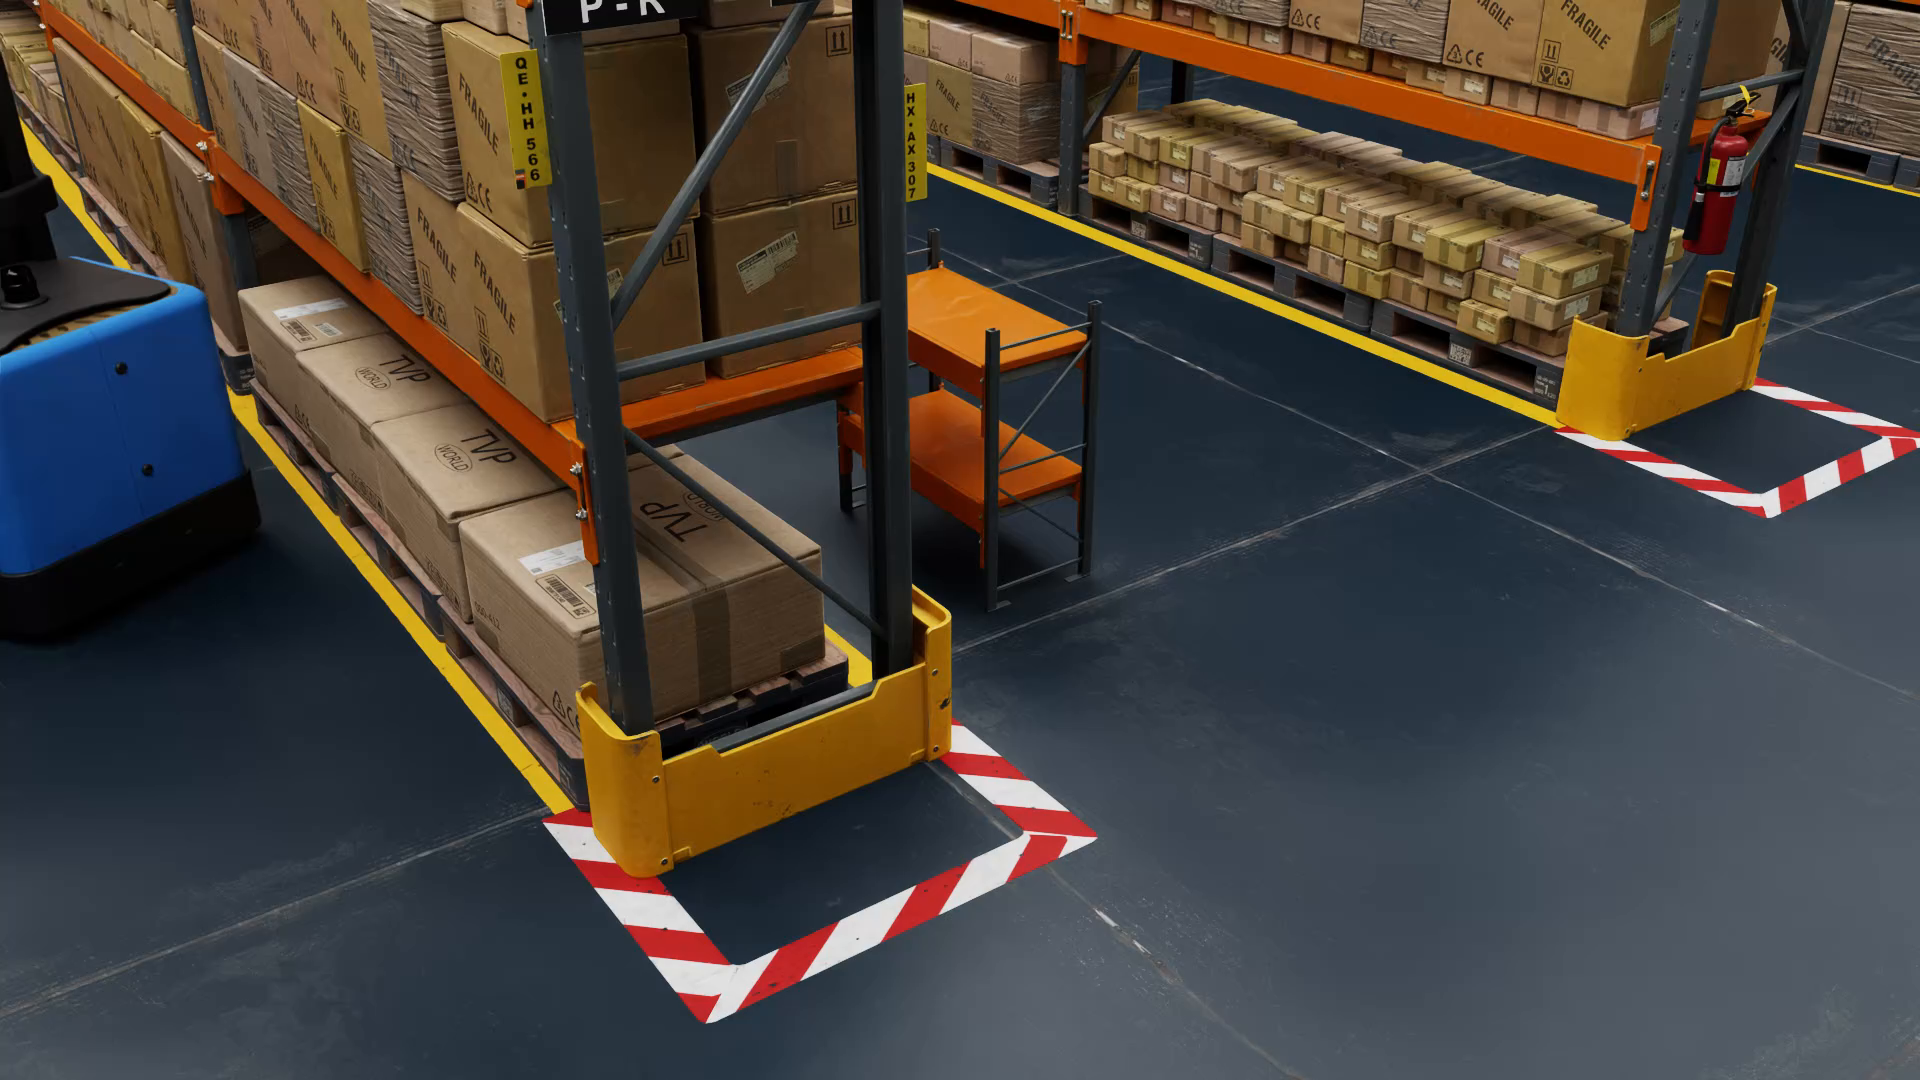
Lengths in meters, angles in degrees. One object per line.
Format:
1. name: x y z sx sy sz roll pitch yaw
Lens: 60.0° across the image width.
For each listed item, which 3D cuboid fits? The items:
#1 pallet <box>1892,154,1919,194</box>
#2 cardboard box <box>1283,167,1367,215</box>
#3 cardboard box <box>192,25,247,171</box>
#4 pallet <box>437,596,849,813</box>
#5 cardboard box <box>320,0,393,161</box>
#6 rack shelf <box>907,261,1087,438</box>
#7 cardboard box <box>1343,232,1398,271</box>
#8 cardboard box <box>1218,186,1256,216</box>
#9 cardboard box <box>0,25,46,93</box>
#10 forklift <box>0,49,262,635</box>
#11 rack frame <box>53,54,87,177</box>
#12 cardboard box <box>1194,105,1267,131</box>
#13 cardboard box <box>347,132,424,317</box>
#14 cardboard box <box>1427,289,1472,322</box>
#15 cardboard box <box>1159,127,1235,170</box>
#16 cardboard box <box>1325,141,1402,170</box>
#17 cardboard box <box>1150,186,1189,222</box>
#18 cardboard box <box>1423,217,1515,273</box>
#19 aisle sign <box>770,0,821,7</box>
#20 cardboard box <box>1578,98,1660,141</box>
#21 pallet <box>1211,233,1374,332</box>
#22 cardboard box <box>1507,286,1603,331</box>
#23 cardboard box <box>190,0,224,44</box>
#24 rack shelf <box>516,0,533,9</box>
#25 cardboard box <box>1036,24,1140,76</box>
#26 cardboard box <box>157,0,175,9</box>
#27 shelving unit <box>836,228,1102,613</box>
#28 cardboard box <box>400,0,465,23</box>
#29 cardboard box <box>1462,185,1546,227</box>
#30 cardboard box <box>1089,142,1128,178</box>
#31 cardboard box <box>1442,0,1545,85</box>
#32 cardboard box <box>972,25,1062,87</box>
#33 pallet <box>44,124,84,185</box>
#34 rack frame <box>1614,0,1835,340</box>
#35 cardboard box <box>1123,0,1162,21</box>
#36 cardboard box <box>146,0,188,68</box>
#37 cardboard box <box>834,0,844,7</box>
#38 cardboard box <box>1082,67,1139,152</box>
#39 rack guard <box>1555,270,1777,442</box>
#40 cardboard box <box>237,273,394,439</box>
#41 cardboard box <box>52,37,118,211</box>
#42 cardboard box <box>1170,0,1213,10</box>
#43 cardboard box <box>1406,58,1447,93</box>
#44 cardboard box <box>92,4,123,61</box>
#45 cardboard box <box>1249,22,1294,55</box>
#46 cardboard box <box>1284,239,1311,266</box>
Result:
1. pallet: 6.954 -2.351 10.857 1.003 0.211 1.213 -19 34 -31
2. cardboard box: 1.979 -1.895 9.021 0.380 0.149 0.250 -19 34 -30
3. cardboard box: -2.853 -1.888 6.978 0.500 0.500 0.500 -18 33 -29
4. pallet: -1.119 0.393 5.806 1.003 0.211 1.213 -19 34 -31
5. cardboard box: -1.676 -1.537 5.284 0.500 0.500 0.500 -19 34 -31
6. rack shelf: 0.004 -0.749 6.337 0.538 0.278 1.000 -19 34 -31
7. cardboard box: 2.230 -1.541 8.680 0.380 0.149 0.250 -18 33 -30
8. cardboard box: 1.697 -1.964 9.458 0.380 0.149 0.250 -17 33 -28
9. cardboard box: -6.826 -3.757 12.837 0.950 0.372 0.625 -17 33 -28
10. forklift: -4.359 -1.442 6.334 3.031 2.935 1.130 15 32 26
11. rack frame: -5.232 -3.654 10.334 1.000 3.000 0.127 -19 34 -31
12. cardboard box: 1.661 -2.547 10.220 0.380 0.149 0.250 -18 33 -30
13. cardboard box: -1.672 -1.098 5.524 0.500 0.500 0.500 -18 33 -29
14. cardboard box: 2.592 -1.230 8.419 0.380 0.149 0.250 -19 34 -31
15. cardboard box: 1.391 -2.302 9.769 0.380 0.149 0.250 -19 34 -31
16. cardboard box: 2.297 -2.148 9.487 0.380 0.149 0.250 -20 34 -32
17. cardboard box: 1.353 -2.024 9.880 0.380 0.149 0.250 -19 34 -31
18. cardboard box: 2.516 -1.461 8.221 0.380 0.149 0.250 -20 34 -32
19. aisle sign: -0.313 -1.738 4.084 0.394 0.787 0.004 -19 34 -31
20. cardboard box: 2.963 -1.891 7.353 0.380 0.149 0.250 -19 34 -31
21. pallet: 2.192 -1.557 9.395 1.003 0.211 1.213 -19 34 -31
22. cardboard box: 2.844 -1.142 7.945 0.380 0.149 0.250 -20 34 -32
23. cardboard box: -2.833 -2.330 6.744 0.500 0.500 0.500 -19 34 -30
24. rack shelf: -1.751 -2.323 5.495 1.077 0.370 4.000 -19 34 -31
25. cardboard box: 0.849 -3.284 11.048 0.500 0.250 0.500 -20 35 -33
26. cardboard box: -3.375 -2.686 7.400 0.500 0.500 0.500 -18 33 -29
27. shelving unit: 0.004 -0.492 6.477 0.538 1.125 1.048 -19 34 -31
28. cardboard box: -1.348 -1.565 4.657 0.380 0.149 0.250 -19 34 -31
29. cardboard box: 2.844 -1.725 8.707 0.380 0.149 0.250 -21 35 -33
30. cardboard box: 1.012 -2.341 10.153 0.380 0.149 0.250 -17 33 -28
31. cardboard box: 2.617 -2.433 7.670 0.500 0.500 0.500 -19 34 -31
32. cardboard box: 0.424 -3.143 10.788 0.500 0.250 0.500 -20 34 -32
33. pallet: -5.684 -2.732 11.560 1.003 0.211 1.213 -19 34 -31
34. rack frame: 3.382 -1.953 7.203 1.000 3.000 0.127 -19 34 -31
35. cardboard box: 1.170 -3.117 9.610 0.380 0.149 0.250 -18 33 -29
36. cardboard box: -3.365 -2.356 7.579 0.500 0.250 0.500 -19 34 -31
37. cardboard box: -0.761 -3.947 12.267 0.500 0.250 0.500 -19 34 -31
38. cardboard box: 0.849 -2.955 11.227 0.500 0.500 0.500 -17 33 -29
39. rack guard: 3.338 -0.884 7.854 1.175 0.500 0.348 -19 34 -31
40. cardboard box: -2.635 -0.883 7.478 0.875 0.438 0.875 -19 34 -31
41. cardboard box: -4.899 -2.613 10.204 0.875 0.875 0.875 -19 34 -31
42. cardboard box: 1.437 -3.230 9.138 0.500 0.500 0.500 -19 34 -31
43. cardboard box: 2.396 -2.295 8.096 0.380 0.149 0.250 -20 35 -33
44. cardboard box: -4.252 -2.737 8.803 0.500 0.250 0.500 -19 34 -31
45. cardboard box: 1.763 -2.699 8.839 0.380 0.149 0.250 -17 33 -29
46. cardboard box: 2.012 -1.635 9.165 0.380 0.149 0.250 -18 33 -29
